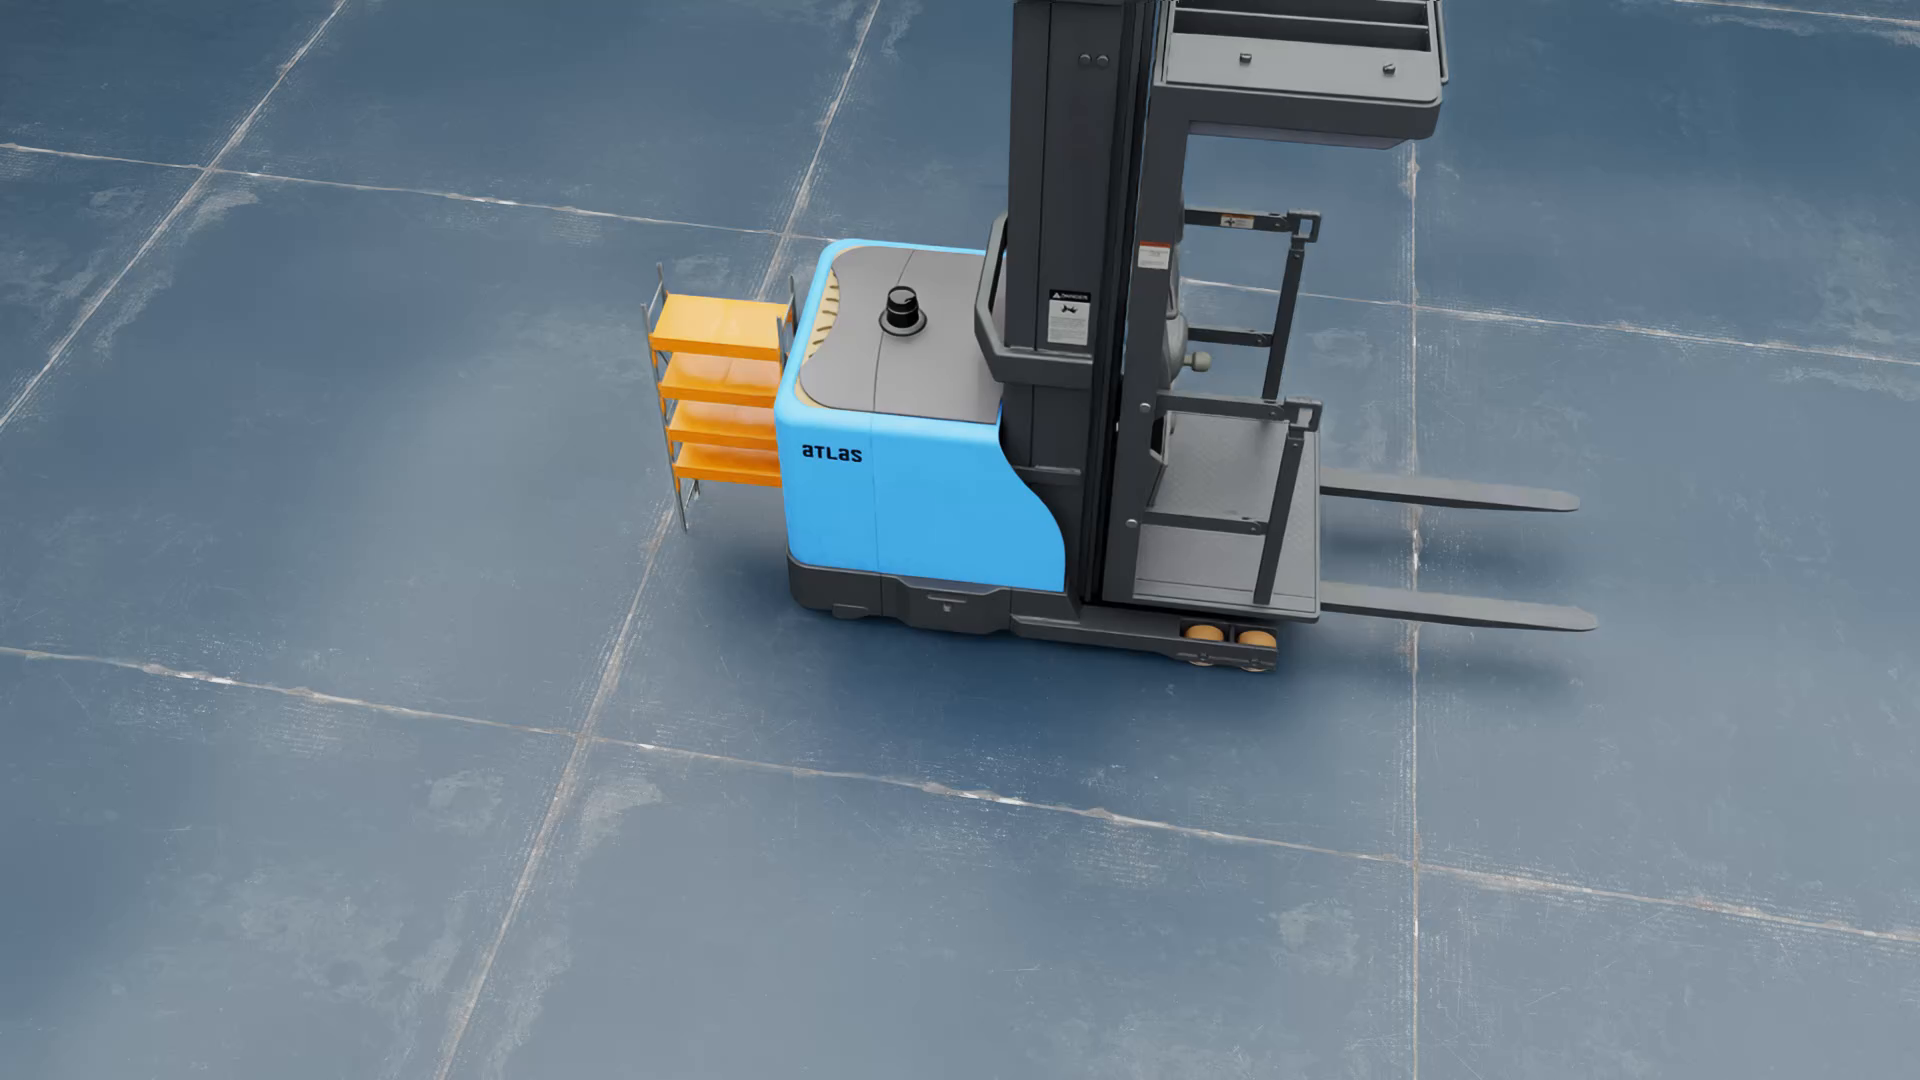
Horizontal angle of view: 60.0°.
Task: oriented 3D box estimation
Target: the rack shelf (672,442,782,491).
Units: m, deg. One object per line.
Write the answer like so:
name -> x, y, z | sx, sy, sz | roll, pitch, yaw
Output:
rack shelf -> -0.861, -0.311, 6.552 | 0.480, 0.148, 0.258 | 6, 48, 5

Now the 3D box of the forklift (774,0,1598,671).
forklift -> 0.901, -0.909, 5.568 | 3.031, 2.935, 1.130 | 6, 48, 5

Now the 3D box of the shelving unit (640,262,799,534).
shelving unit -> -0.861, -0.488, 6.354 | 0.503, 1.200, 0.258 | 6, 48, 5

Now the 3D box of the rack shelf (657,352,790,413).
rack shelf -> -0.861, -0.593, 6.238 | 0.480, 0.148, 0.258 | 6, 48, 5

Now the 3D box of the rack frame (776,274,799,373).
rack frame -> -0.619, -0.463, 6.331 | 0.015, 1.200, 0.240 | 6, 48, 5

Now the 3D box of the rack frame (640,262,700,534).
rack frame -> -1.102, -0.514, 6.377 | 0.015, 1.200, 0.240 | 6, 48, 5

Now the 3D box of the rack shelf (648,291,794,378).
rack shelf -> -0.861, -0.751, 6.062 | 0.480, 0.148, 0.258 | 6, 48, 5

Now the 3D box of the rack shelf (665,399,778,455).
rack shelf -> -0.861, -0.443, 6.404 | 0.480, 0.148, 0.258 | 6, 48, 5
